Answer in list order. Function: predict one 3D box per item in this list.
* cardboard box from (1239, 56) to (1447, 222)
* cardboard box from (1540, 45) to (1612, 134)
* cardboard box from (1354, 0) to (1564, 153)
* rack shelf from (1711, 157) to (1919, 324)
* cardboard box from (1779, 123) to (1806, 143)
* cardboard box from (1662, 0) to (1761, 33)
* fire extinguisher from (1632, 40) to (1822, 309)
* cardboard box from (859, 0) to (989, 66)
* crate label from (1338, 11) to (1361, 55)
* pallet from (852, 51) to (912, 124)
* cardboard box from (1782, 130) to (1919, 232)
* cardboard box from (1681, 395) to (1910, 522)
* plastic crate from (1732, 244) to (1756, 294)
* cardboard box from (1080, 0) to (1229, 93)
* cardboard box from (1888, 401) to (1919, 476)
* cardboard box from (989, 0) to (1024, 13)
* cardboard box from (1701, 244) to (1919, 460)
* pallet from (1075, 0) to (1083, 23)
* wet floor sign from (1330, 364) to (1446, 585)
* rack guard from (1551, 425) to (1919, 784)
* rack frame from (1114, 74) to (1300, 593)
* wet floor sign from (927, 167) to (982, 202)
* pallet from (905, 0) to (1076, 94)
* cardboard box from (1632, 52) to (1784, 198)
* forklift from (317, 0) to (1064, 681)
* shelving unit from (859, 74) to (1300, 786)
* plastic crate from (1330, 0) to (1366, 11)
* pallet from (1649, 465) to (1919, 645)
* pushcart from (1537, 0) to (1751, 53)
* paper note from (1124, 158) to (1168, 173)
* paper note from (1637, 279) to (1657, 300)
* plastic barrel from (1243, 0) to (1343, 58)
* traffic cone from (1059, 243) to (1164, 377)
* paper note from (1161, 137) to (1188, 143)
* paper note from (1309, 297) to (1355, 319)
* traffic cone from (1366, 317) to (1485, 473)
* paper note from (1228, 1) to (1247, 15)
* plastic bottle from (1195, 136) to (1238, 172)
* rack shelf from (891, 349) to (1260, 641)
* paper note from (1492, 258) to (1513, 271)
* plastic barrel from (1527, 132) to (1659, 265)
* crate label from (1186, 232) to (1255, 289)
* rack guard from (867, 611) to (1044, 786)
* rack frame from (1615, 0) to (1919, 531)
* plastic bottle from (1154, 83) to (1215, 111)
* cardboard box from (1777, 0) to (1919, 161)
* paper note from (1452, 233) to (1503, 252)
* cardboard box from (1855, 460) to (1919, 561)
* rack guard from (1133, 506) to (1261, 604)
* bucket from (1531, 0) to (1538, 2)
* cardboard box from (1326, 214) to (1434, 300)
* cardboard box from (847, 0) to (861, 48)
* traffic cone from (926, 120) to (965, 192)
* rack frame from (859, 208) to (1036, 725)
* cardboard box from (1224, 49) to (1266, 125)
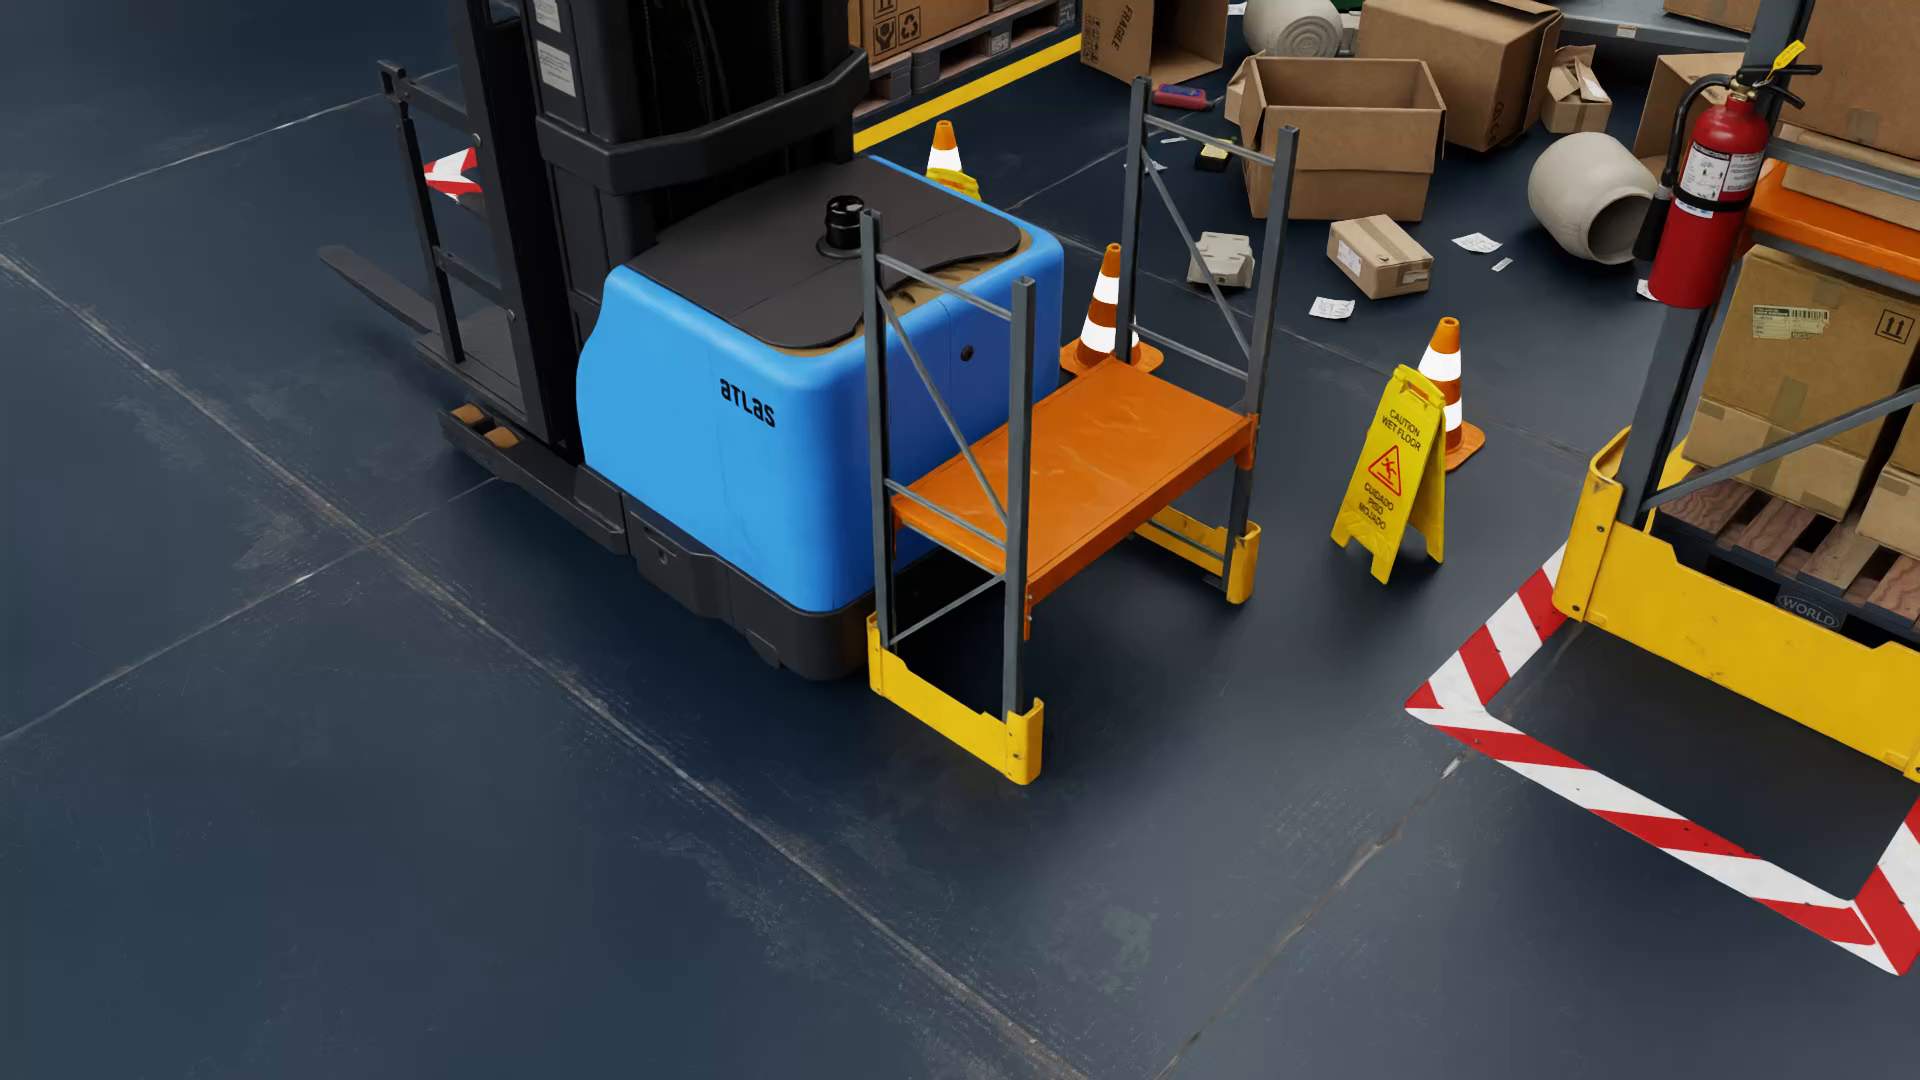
[{"bbox_3d":[1.569,-1.673,6.950,0.797,0.503,0.637,2,39,2],"label":"cardboard box"},{"bbox_3d":[2.818,-2.075,7.646,0.258,0.266,0.396,2,39,2],"label":"cardboard box"},{"bbox_3d":[2.194,-2.160,7.453,0.797,0.637,0.503,30,47,32],"label":"cardboard box"},{"bbox_3d":[3.602,-1.418,5.201,1.077,0.370,4.000,30,47,32],"label":"rack shelf"},{"bbox_3d":[2.436,-1.107,4.434,0.380,0.149,0.250,29,47,31],"label":"cardboard box"},{"bbox_3d":[3.617,-2.670,7.598,0.500,0.500,0.500,30,47,32],"label":"cardboard box"},{"bbox_3d":[1.835,-0.891,4.023,0.296,0.674,0.183,30,47,32],"label":"fire extinguisher"},{"bbox_3d":[-0.468,-2.890,7.844,0.875,0.875,0.875,29,47,31],"label":"cardboard box"},{"bbox_3d":[1.961,-2.550,8.347,0.298,0.136,0.250,2,39,2],"label":"crate label"},{"bbox_3d":[-0.987,-2.121,7.748,1.003,0.211,1.213,30,47,32],"label":"pallet"},{"bbox_3d":[2.347,-0.944,4.229,0.380,0.149,0.250,31,48,33],"label":"cardboard box"},{"bbox_3d":[2.616,-0.364,5.170,0.500,0.250,0.500,29,47,32],"label":"cardboard box"},{"bbox_3d":[3.287,-1.099,6.567,0.402,0.080,0.583,14,41,17],"label":"plastic crate"},{"bbox_3d":[0.940,-2.529,8.027,0.500,0.500,0.500,-26,45,-29],"label":"cardboard box"},{"bbox_3d":[3.017,-0.428,4.647,0.500,0.500,0.500,28,46,31],"label":"cardboard box"},{"bbox_3d":[0.148,-3.308,8.369,0.875,0.875,0.875,30,47,32],"label":"cardboard box"},{"bbox_3d":[2.601,-0.640,4.914,0.500,0.500,0.500,30,47,32],"label":"cardboard box"},{"bbox_3d":[0.659,-3.242,9.158,1.003,0.211,1.213,30,47,32],"label":"pallet"},{"bbox_3d":[1.335,-0.221,5.010,0.232,0.644,0.267,-18,42,-21],"label":"wet floor sign"},{"bbox_3d":[2.304,0.163,4.643,1.175,0.500,0.348,30,47,32],"label":"rack guard"},{"bbox_3d":[0.648,-0.530,4.711,0.500,1.500,0.032,29,47,32],"label":"rack frame"},{"bbox_3d":[-0.027,-1.046,6.048,0.267,0.644,0.232,22,43,25],"label":"wet floor sign"},{"bbox_3d":[-0.164,-2.679,8.450,1.003,0.211,1.213,30,47,32],"label":"pallet"},{"bbox_3d":[3.224,-1.720,7.009,0.500,0.500,0.500,-5,39,-6],"label":"cardboard box"},{"bbox_3d":[-1.105,-1.559,4.856,3.031,2.935,1.130,31,48,33],"label":"forklift"},{"bbox_3d":[0.314,-0.299,4.421,0.587,1.500,1.083,29,47,32],"label":"shelving unit"},{"bbox_3d":[2.079,-2.942,8.753,0.662,0.188,0.450,-11,30,-14],"label":"plastic crate"},{"bbox_3d":[2.878,-0.082,5.184,1.003,0.211,1.213,30,47,32],"label":"pallet"},{"bbox_3d":[3.235,-2.526,8.124,1.648,0.377,0.936,14,41,17],"label":"pushcart"},{"bbox_3d":[0.814,-1.638,7.287,0.142,0.017,0.144,-18,42,-21],"label":"paper note"},{"bbox_3d":[2.704,-0.973,6.449,0.142,0.019,0.148,14,41,17],"label":"paper note"},{"bbox_3d":[1.596,-2.477,8.024,0.421,0.421,0.512,-5,39,-6],"label":"plastic barrel"},{"bbox_3d":[0.542,-0.837,5.930,0.336,0.463,0.334,30,47,32],"label":"traffic cone"},{"bbox_3d":[0.969,-1.808,7.516,0.123,0.001,0.032,-11,40,-14],"label":"paper note"},{"bbox_3d":[1.421,-0.889,6.343,0.148,0.019,0.142,14,41,17],"label":"paper note"},{"bbox_3d":[1.591,-0.527,5.541,0.336,0.463,0.334,30,47,32],"label":"traffic cone"},{"bbox_3d":[1.444,-2.799,8.745,0.147,0.020,0.142,2,39,2],"label":"paper note"},{"bbox_3d":[1.142,-1.723,7.368,0.133,0.061,0.283,14,41,17],"label":"plastic bottle"},{"bbox_3d":[0.308,-0.154,4.528,0.538,0.185,1.000,29,47,32],"label":"rack shelf"},{"bbox_3d":[2.160,-1.097,6.621,0.032,0.001,0.123,30,47,32],"label":"paper note"},{"bbox_3d":[2.529,-1.357,6.616,0.421,0.421,0.512,-5,39,-6],"label":"plastic barrel"},{"bbox_3d":[1.027,-1.096,6.519,0.250,0.136,0.298,8,39,10],"label":"crate label"},{"bbox_3d":[-0.020,0.420,4.521,0.587,0.250,0.087,29,47,32],"label":"rack guard"},{"bbox_3d":[2.253,-0.781,3.822,1.000,3.000,0.127,30,47,32],"label":"rack frame"},{"bbox_3d":[1.065,-2.075,7.811,0.283,0.061,0.133,14,41,17],"label":"plastic bottle"},{"bbox_3d":[2.416,-1.301,4.157,0.500,0.500,0.500,29,47,31],"label":"cardboard box"},{"bbox_3d":[2.105,-1.211,6.758,0.142,0.019,0.148,-18,42,-21],"label":"paper note"},{"bbox_3d":[3.001,-0.123,4.867,0.500,0.250,0.500,29,47,32],"label":"cardboard box"},{"bbox_3d":[0.647,-0.040,5.099,0.587,0.250,0.087,29,47,32],"label":"rack guard"},{"bbox_3d":[2.839,-2.933,7.938,0.620,0.611,0.726,-10,38,-28],"label":"bucket"},{"bbox_3d":[1.646,-1.115,6.532,0.250,0.149,0.380,-11,40,-14],"label":"cardboard box"},{"bbox_3d":[-1.060,-2.485,7.334,0.875,0.875,0.875,30,47,32],"label":"cardboard box"},{"bbox_3d":[-0.063,-1.467,6.724,0.336,0.463,0.334,30,47,32],"label":"traffic cone"},{"bbox_3d":[-0.033,-0.060,4.120,0.500,1.500,0.032,29,47,32],"label":"rack frame"},{"bbox_3d":[1.429,-2.017,7.573,0.258,0.266,0.396,-26,45,-29],"label":"cardboard box"}]
